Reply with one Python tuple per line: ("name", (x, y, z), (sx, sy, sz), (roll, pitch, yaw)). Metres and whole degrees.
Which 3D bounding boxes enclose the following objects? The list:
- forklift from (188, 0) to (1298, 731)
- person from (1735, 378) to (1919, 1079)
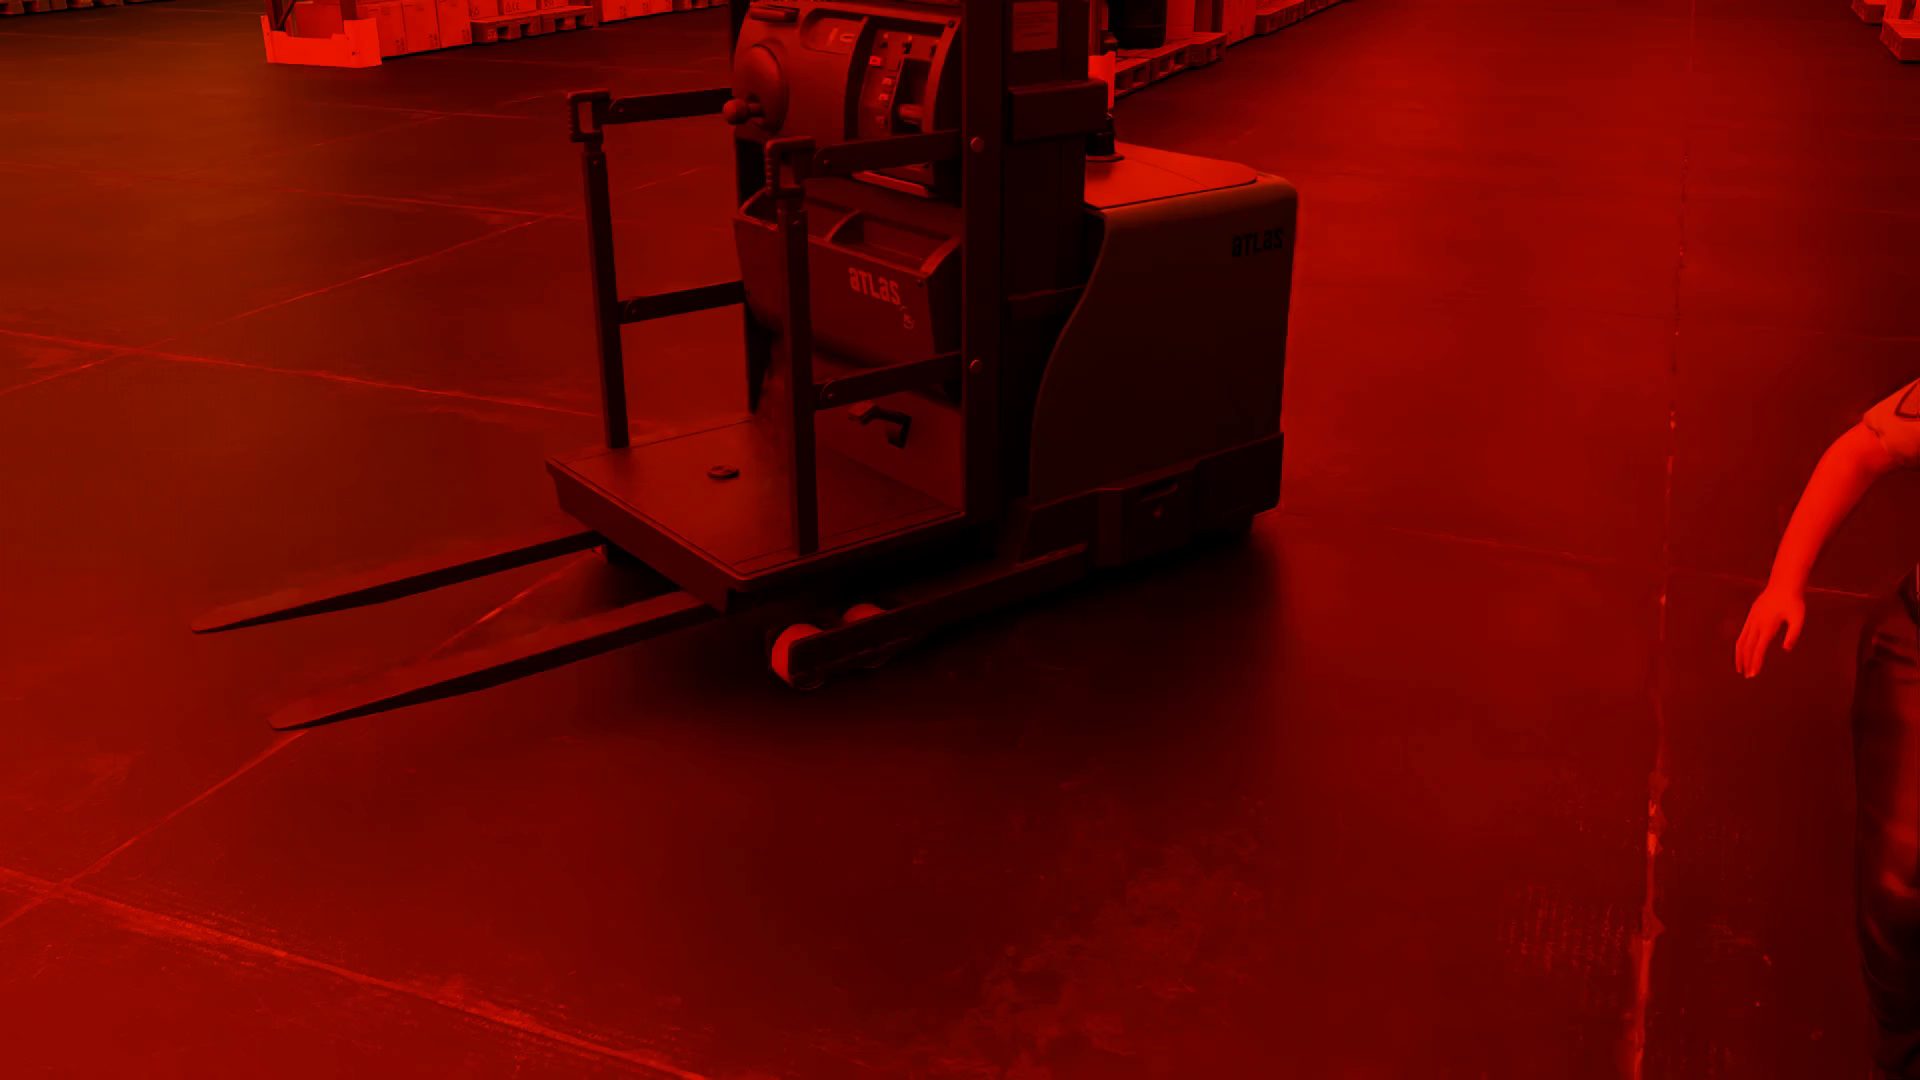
("forklift", (-0.477, -1.203, 4.171), (3.031, 2.935, 1.130), (-17, 28, -35))
("person", (1.560, 0.270, 2.451), (0.779, 1.541, 0.740), (12, 26, 27))
